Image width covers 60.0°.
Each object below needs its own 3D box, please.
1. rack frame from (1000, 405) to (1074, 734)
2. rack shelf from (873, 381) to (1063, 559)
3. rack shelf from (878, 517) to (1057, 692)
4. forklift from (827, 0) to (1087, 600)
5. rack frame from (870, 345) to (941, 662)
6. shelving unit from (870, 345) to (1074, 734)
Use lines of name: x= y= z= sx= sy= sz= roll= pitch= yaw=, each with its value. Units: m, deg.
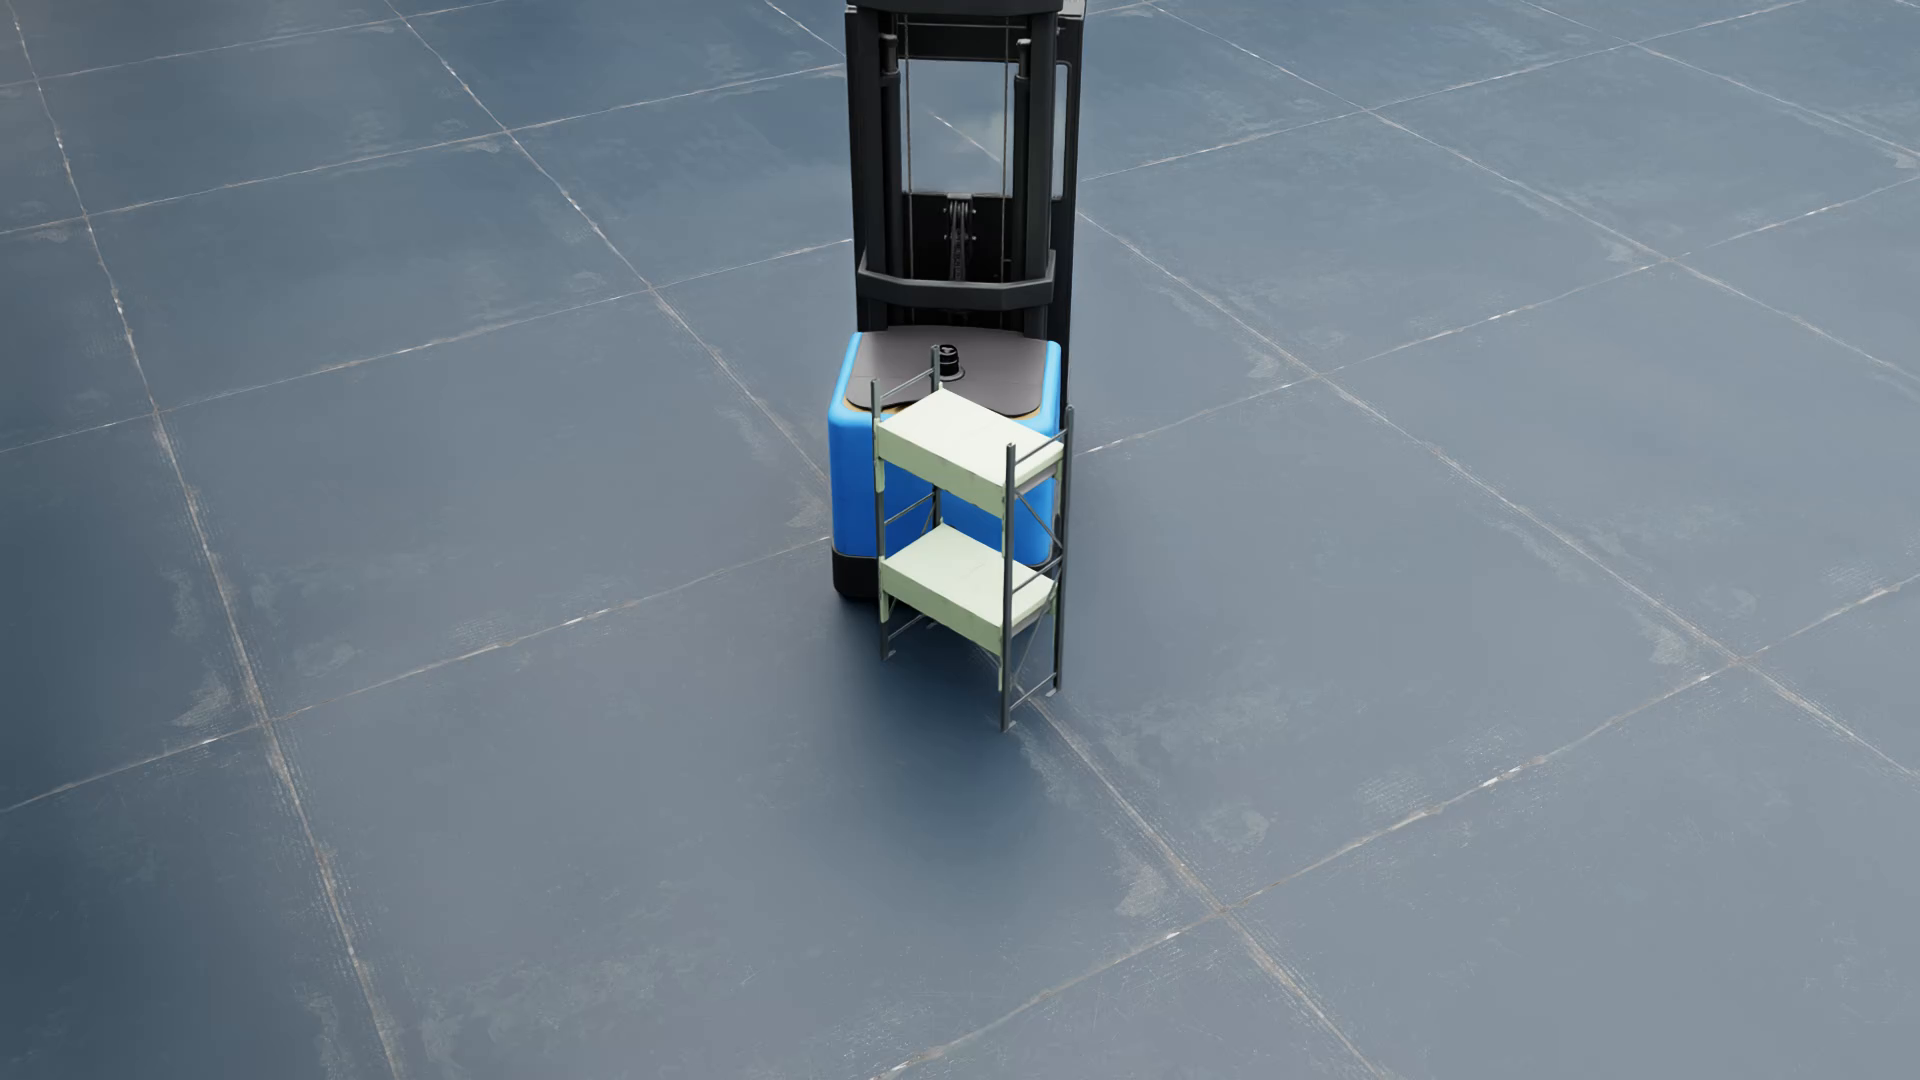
rack frame: x=0.318 y=0.155 z=6.994 sx=0.023 sy=1.500 sz=0.400 roll=28 pitch=44 yaw=33
rack shelf: x=0.045 y=-0.304 z=6.961 sx=0.720 sy=0.370 sz=0.431 roll=28 pitch=44 yaw=33
rack shelf: x=0.045 y=0.274 z=7.383 sx=0.720 sy=0.370 sz=0.431 roll=28 pitch=44 yaw=33
forklift: x=0.043 y=-1.718 z=8.344 sx=1.130 sy=2.935 sz=3.031 roll=3 pitch=36 yaw=4
rack frame: x=-0.228 y=-0.133 z=7.388 sx=0.023 sy=1.500 sz=0.400 roll=28 pitch=44 yaw=33
shelving unit: x=0.045 y=0.011 z=7.191 sx=0.755 sy=1.500 sz=0.431 roll=28 pitch=44 yaw=33
